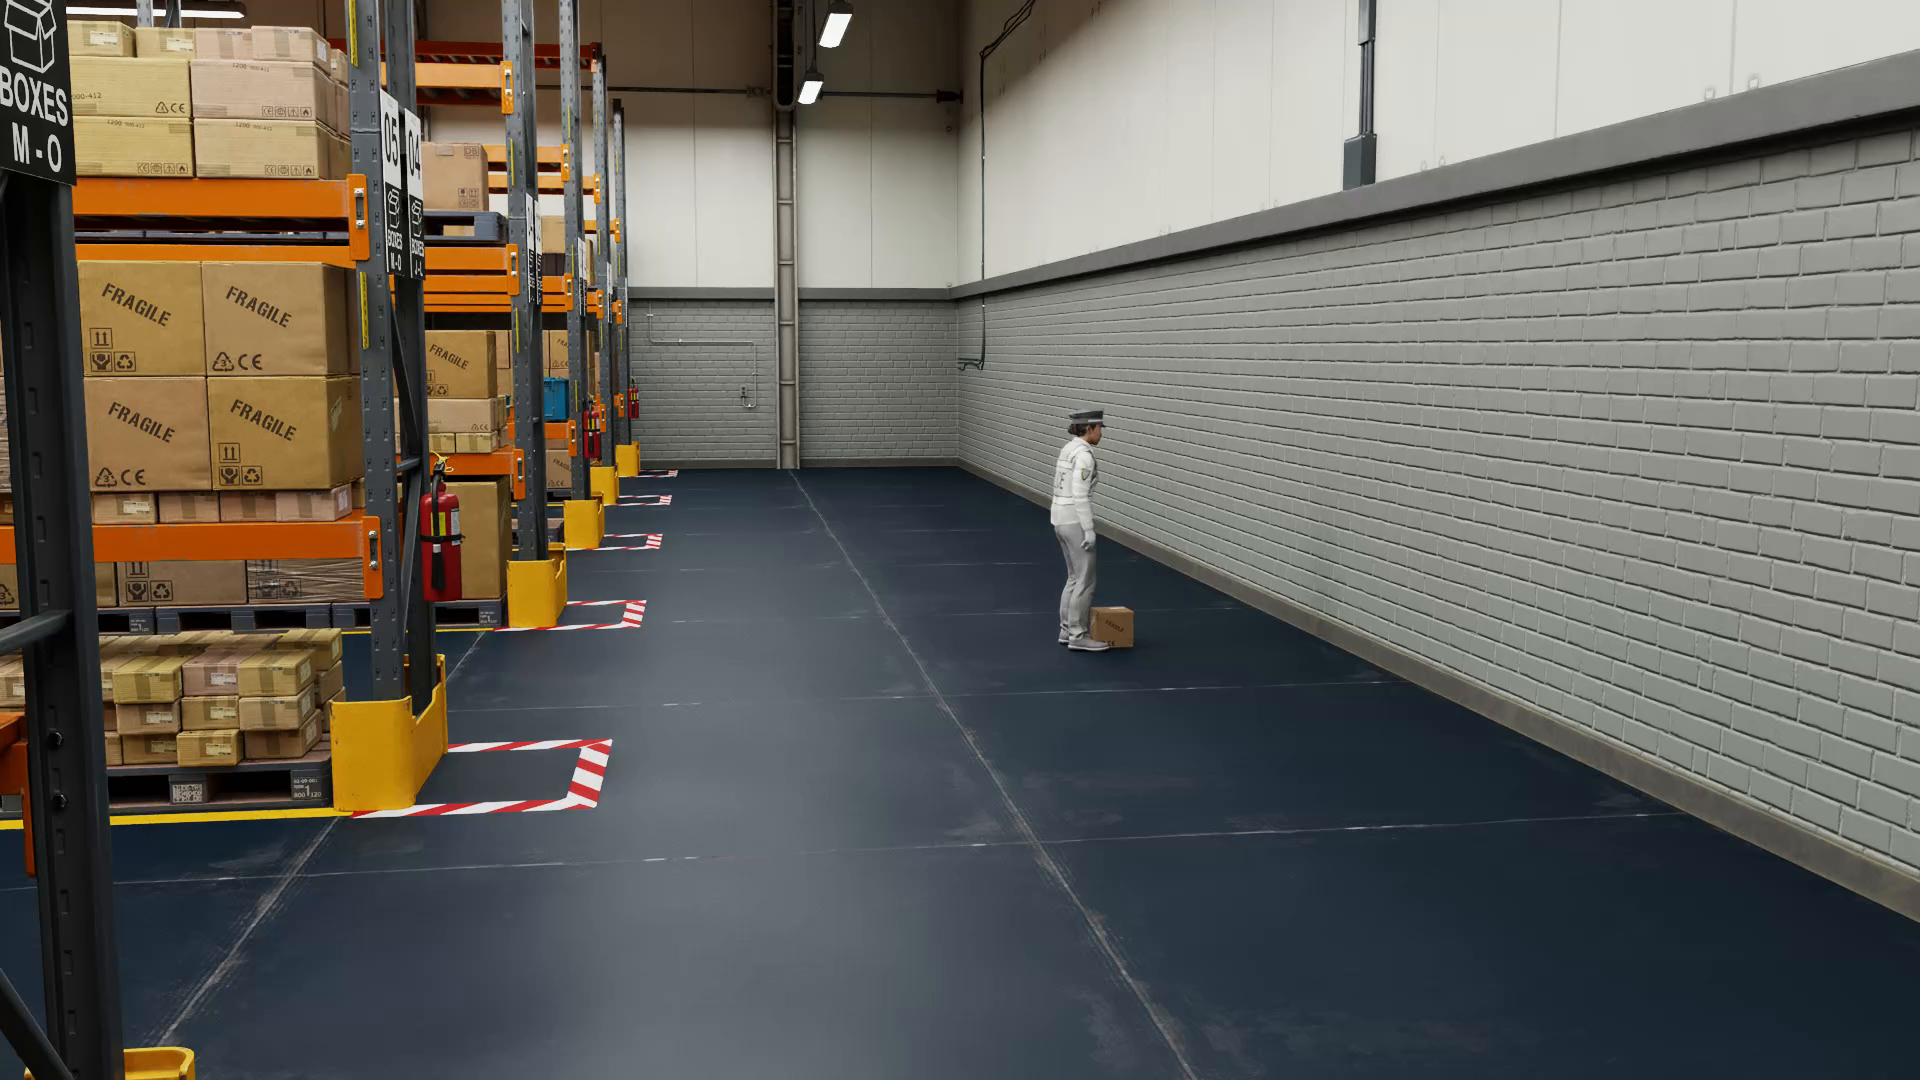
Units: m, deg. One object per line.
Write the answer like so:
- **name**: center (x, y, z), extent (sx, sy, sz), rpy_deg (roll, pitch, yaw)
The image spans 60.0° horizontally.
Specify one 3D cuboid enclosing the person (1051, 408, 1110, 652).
- **person**: center (0.827, -0.083, 11.546), extent (0.376, 1.662, 0.527), rpy_deg (-1, 7, -9)
